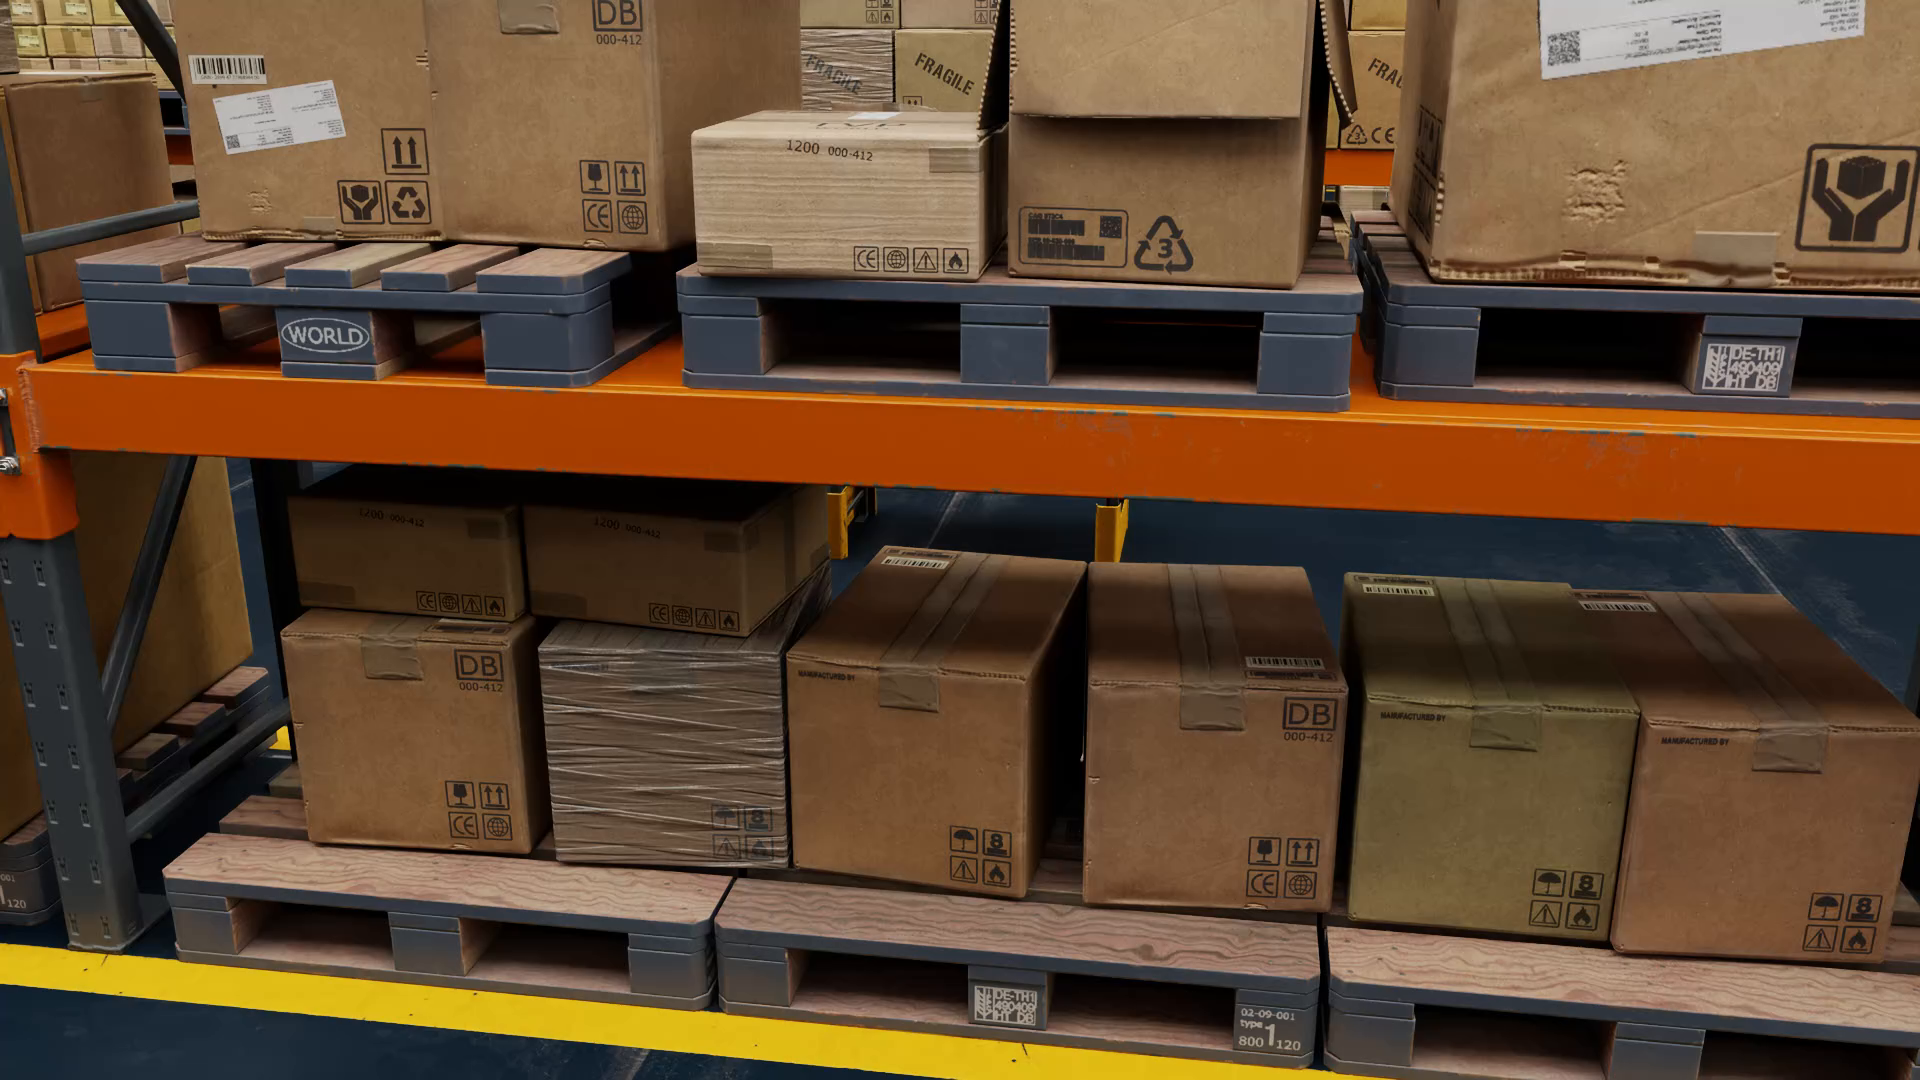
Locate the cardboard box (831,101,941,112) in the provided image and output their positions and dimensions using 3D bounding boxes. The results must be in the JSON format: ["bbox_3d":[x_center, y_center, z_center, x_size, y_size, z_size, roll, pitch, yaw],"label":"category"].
[{"bbox_3d":[-0.113,-0.816,3.566,0.258,0.266,0.396,2,19,7],"label":"cardboard box"}]

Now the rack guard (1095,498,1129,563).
[{"bbox_3d":[0.567,-0.090,6.177,0.087,0.250,0.587,3,19,9],"label":"rack guard"}]

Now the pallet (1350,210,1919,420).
[{"bbox_3d":[1.416,-0.472,3.289,1.213,0.211,1.003,3,19,9],"label":"pallet"}]

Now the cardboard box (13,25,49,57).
[{"bbox_3d":[-4.549,-2.488,8.276,0.250,0.149,0.380,3,19,10],"label":"cardboard box"}]

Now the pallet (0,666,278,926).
[{"bbox_3d":[-2.569,0.579,4.240,1.213,0.211,1.003,3,19,9],"label":"pallet"}]

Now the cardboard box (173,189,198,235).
[{"bbox_3d":[-4.177,-1.680,8.692,0.500,0.250,0.500,2,19,6],"label":"cardboard box"}]

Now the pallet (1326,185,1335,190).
[{"bbox_3d":[3.769,-3.841,17.451,1.213,0.211,1.003,3,19,9],"label":"pallet"}]

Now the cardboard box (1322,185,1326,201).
[{"bbox_3d":[2.490,-2.597,12.818,0.625,0.372,0.950,4,19,12],"label":"cardboard box"}]

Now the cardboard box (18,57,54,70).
[{"bbox_3d":[-4.549,-2.346,8.323,0.250,0.149,0.380,2,19,6],"label":"cardboard box"}]

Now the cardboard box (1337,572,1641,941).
[{"bbox_3d":[1.076,0.430,3.536,0.500,0.500,0.700,3,19,8],"label":"cardboard box"}]

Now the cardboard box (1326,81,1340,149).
[{"bbox_3d":[1.478,-2.069,7.600,0.500,0.500,0.500,3,19,9],"label":"cardboard box"}]

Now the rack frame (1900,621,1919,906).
[{"bbox_3d":[2.147,-0.479,3.007,0.127,3.000,1.000,3,19,9],"label":"rack frame"}]

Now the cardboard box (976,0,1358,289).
[{"bbox_3d":[0.421,-0.785,3.098,0.637,0.503,0.797,5,19,14],"label":"cardboard box"}]

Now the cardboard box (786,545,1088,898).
[{"bbox_3d":[-0.027,0.374,3.703,0.500,0.500,0.700,5,19,13],"label":"cardboard box"}]

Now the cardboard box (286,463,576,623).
[{"bbox_3d":[-1.136,-0.035,3.744,0.500,0.250,0.500,4,19,11],"label":"cardboard box"}]

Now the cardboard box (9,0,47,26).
[{"bbox_3d":[-4.549,-2.629,8.228,0.250,0.149,0.380,4,19,11],"label":"cardboard box"}]

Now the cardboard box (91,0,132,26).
[{"bbox_3d":[-4.020,-2.603,8.151,0.250,0.149,0.380,3,19,9],"label":"cardboard box"}]

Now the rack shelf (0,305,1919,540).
[{"bbox_3d":[0.172,-0.238,3.422,4.000,0.370,1.077,3,19,9],"label":"rack shelf"}]

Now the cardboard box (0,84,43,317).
[{"bbox_3d":[-2.329,-0.675,3.435,0.500,0.500,0.500,4,19,10],"label":"cardboard box"}]

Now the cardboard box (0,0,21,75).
[{"bbox_3d":[-2.522,-1.245,3.559,0.637,0.503,0.797,4,19,11],"label":"cardboard box"}]

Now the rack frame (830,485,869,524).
[{"bbox_3d":[-0.418,-0.733,6.129,0.032,1.500,0.500,3,19,9],"label":"rack frame"}]

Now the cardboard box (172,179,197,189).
[{"bbox_3d":[-4.090,-1.841,9.175,0.500,0.250,0.500,2,19,7],"label":"cardboard box"}]

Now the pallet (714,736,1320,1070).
[{"bbox_3d":[0.170,0.744,3.747,1.213,0.211,1.003,3,19,9],"label":"pallet"}]

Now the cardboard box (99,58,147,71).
[{"bbox_3d":[-4.028,-2.321,8.245,0.250,0.149,0.380,3,19,9],"label":"cardboard box"}]

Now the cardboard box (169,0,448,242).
[{"bbox_3d":[-1.263,-0.912,3.483,0.500,0.500,0.500,1,19,2],"label":"cardboard box"}]

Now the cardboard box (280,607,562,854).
[{"bbox_3d":[-1.138,0.324,3.854,0.500,0.500,0.700,2,19,6],"label":"cardboard box"}]

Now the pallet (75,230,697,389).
[{"bbox_3d":[-1.082,-0.587,3.632,1.003,0.211,1.213,3,19,9],"label":"pallet"}]

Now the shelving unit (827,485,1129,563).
[{"bbox_3d":[0.075,-0.707,6.054,1.083,1.500,0.587,3,19,9],"label":"shelving unit"}]

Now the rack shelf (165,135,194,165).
[{"bbox_3d":[-2.890,-1.989,8.653,4.000,0.370,1.077,3,19,9],"label":"rack shelf"}]

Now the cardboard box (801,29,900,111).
[{"bbox_3d":[-0.515,-2.169,7.902,0.500,0.500,0.500,3,19,9],"label":"cardboard box"}]

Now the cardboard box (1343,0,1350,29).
[{"bbox_3d":[1.535,-2.623,7.683,0.500,0.500,0.700,3,19,9],"label":"cardboard box"}]

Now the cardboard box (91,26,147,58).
[{"bbox_3d":[-4.038,-2.462,8.200,0.250,0.149,0.380,3,19,10],"label":"cardboard box"}]

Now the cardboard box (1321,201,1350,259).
[{"bbox_3d":[1.455,-1.213,8.084,0.750,0.750,1.050,3,19,9],"label":"cardboard box"}]

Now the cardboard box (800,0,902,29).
[{"bbox_3d":[-0.474,-2.725,7.986,0.500,0.500,0.700,3,19,8],"label":"cardboard box"}]
